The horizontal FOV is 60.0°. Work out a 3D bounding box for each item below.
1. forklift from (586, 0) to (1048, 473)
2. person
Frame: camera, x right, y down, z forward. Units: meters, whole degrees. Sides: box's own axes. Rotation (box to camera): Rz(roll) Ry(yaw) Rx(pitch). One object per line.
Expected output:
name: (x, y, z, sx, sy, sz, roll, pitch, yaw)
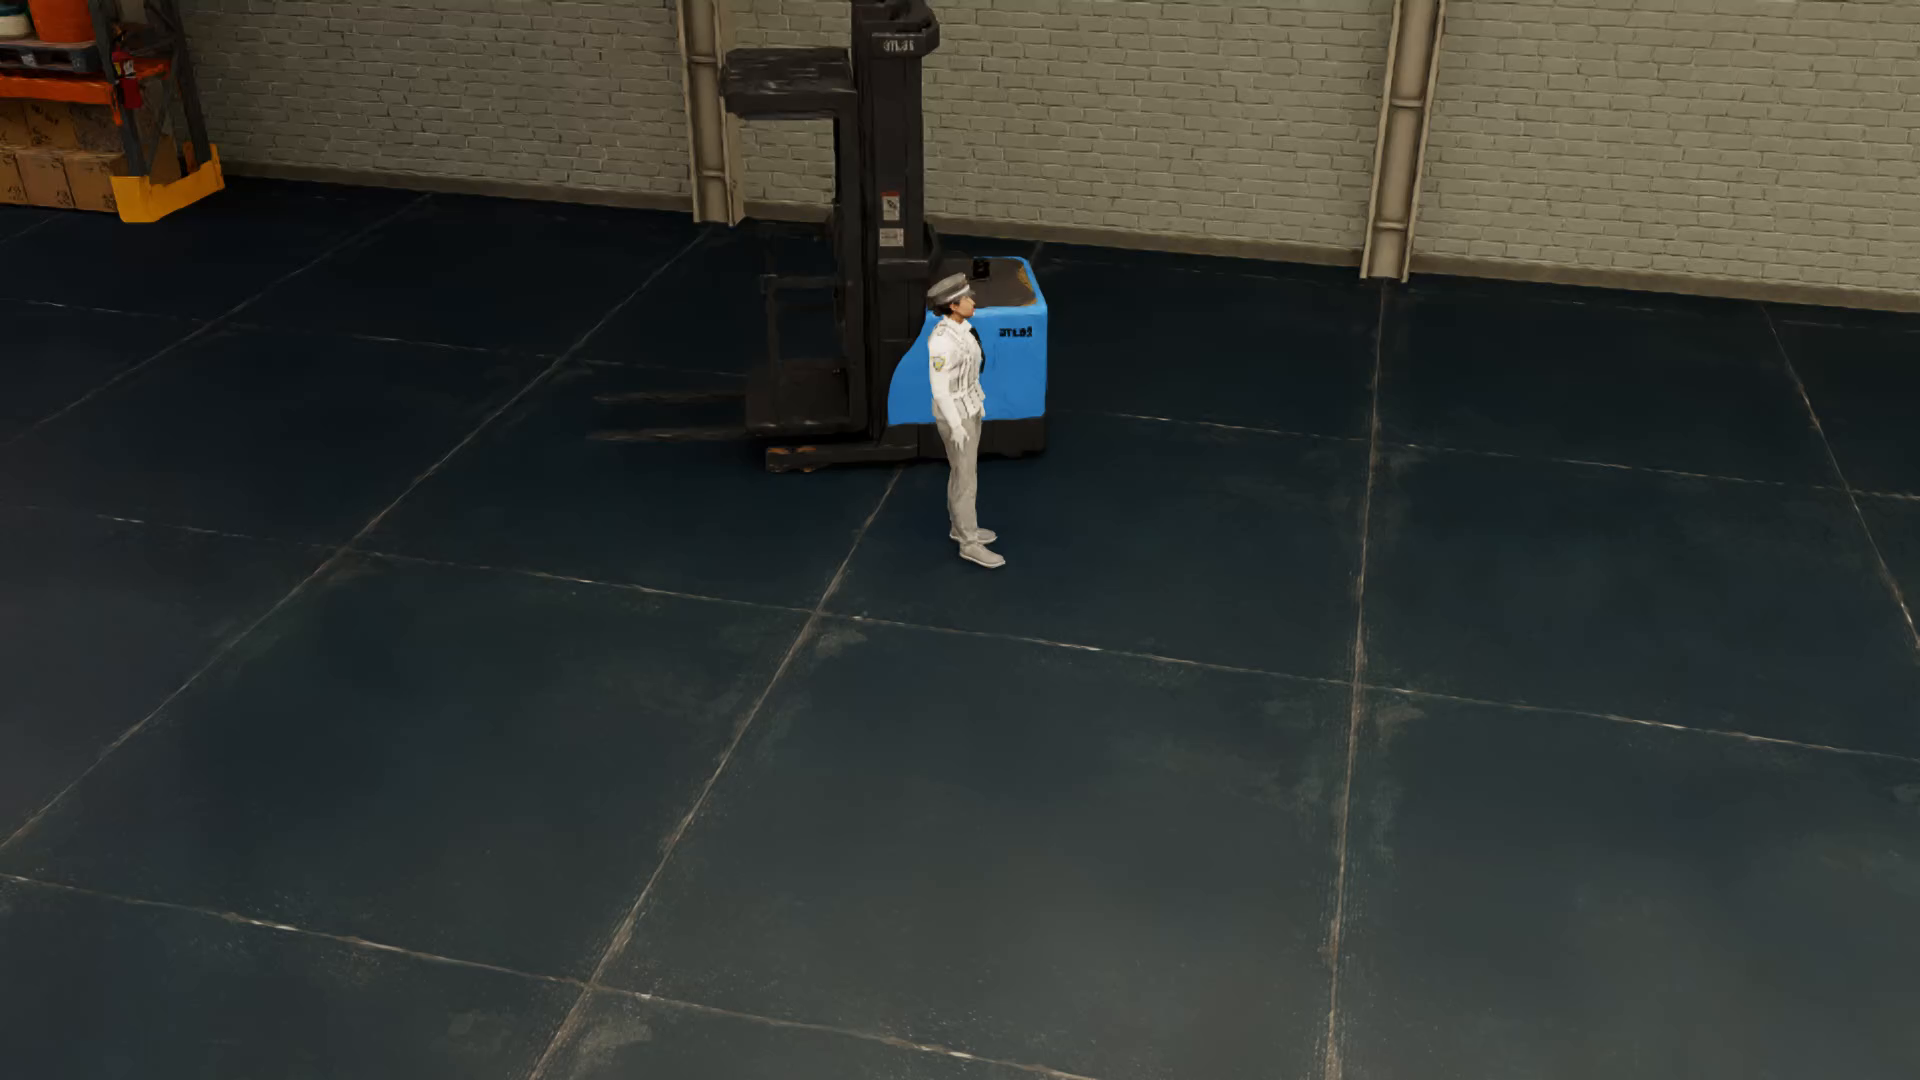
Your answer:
forklift: (-0.971, -1.987, 10.677, 3.031, 2.935, 1.130, -3, 30, -5)
person: (0.064, -0.732, 9.702, 0.532, 1.695, 0.586, 7, 30, 12)
